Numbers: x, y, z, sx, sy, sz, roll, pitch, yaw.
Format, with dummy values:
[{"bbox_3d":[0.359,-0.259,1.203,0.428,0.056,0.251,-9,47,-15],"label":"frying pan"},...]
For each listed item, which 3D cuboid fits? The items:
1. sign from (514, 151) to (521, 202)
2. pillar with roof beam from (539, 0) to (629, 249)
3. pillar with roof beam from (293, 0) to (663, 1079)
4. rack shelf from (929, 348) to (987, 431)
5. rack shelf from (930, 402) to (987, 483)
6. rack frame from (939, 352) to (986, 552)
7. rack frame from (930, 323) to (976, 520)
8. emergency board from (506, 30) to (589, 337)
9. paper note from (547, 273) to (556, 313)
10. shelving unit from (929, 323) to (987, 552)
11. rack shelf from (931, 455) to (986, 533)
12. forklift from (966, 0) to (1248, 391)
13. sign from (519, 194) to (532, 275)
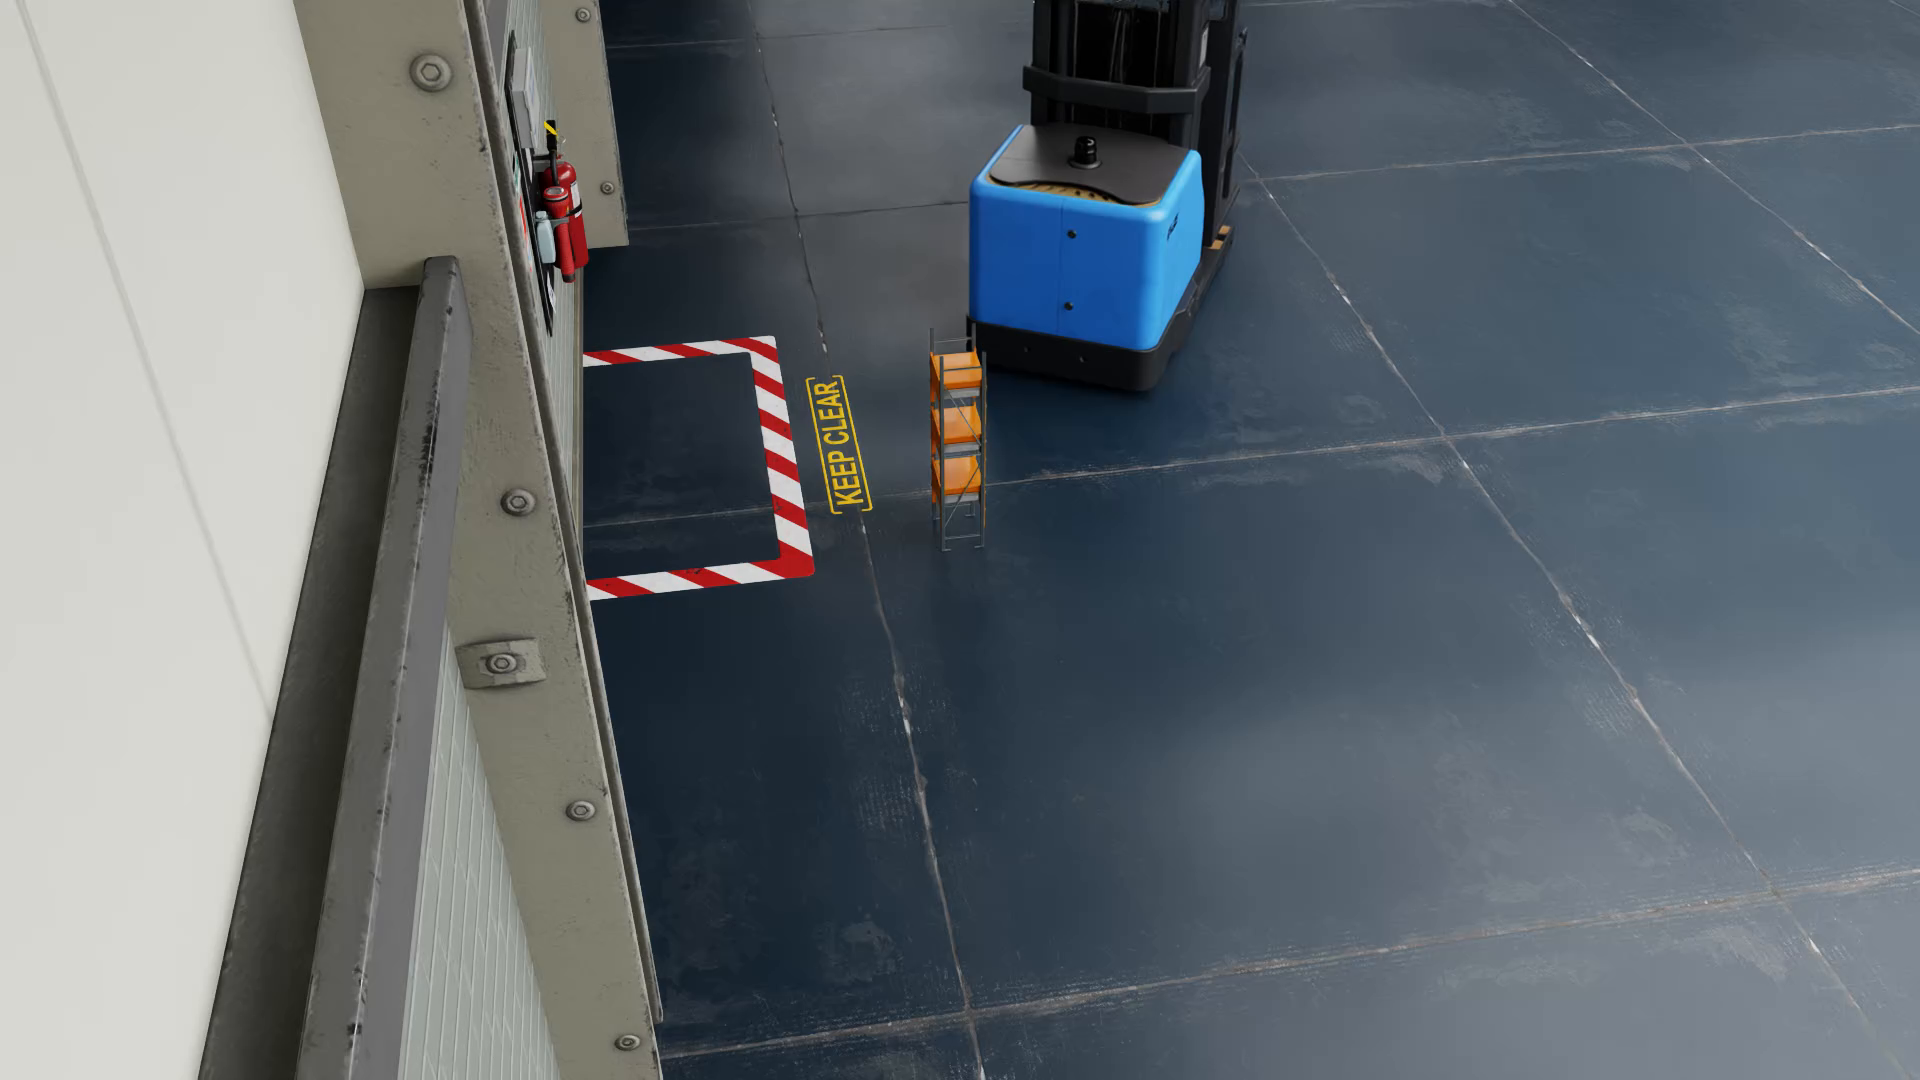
[{"bbox_3d":[-1.788,-1.455,6.716,0.001,0.109,0.331,-6,38,-8],"label":"sign"},{"bbox_3d":[2.051,-5.901,8.011,9.100,9.000,0.400,-6,38,-8],"label":"pillar with roof beam"},{"bbox_3d":[3.103,-2.277,3.346,9.100,9.000,0.400,-6,38,-8],"label":"pillar with roof beam"},{"bbox_3d":[-0.009,-0.663,7.302,0.215,0.259,0.240,-6,38,-8],"label":"rack shelf"},{"bbox_3d":[-0.009,-0.439,7.476,0.215,0.259,0.240,-6,38,-8],"label":"rack shelf"},{"bbox_3d":[0.012,-0.373,7.375,0.200,1.050,0.008,-6,38,-8],"label":"rack frame"},{"bbox_3d":[-0.031,-0.521,7.564,0.200,1.050,0.008,-6,38,-8],"label":"rack frame"},{"bbox_3d":[-1.792,-1.573,7.329,0.194,1.169,0.643,-6,38,-8],"label":"emergency board"},{"bbox_3d":[-1.829,-1.110,7.452,0.016,0.148,0.142,-6,38,-8],"label":"paper note"},{"bbox_3d":[-0.009,-0.447,7.470,0.215,1.050,0.252,-6,38,-8],"label":"shelving unit"},{"bbox_3d":[-0.009,-0.219,7.647,0.215,0.259,0.240,-6,38,-8],"label":"rack shelf"},{"bbox_3d":[1.005,-2.837,9.013,1.130,2.935,3.031,12,40,15],"label":"forklift"},{"bbox_3d":[-1.796,-1.242,6.874,0.001,0.329,0.234,-6,38,-8],"label":"sign"}]
